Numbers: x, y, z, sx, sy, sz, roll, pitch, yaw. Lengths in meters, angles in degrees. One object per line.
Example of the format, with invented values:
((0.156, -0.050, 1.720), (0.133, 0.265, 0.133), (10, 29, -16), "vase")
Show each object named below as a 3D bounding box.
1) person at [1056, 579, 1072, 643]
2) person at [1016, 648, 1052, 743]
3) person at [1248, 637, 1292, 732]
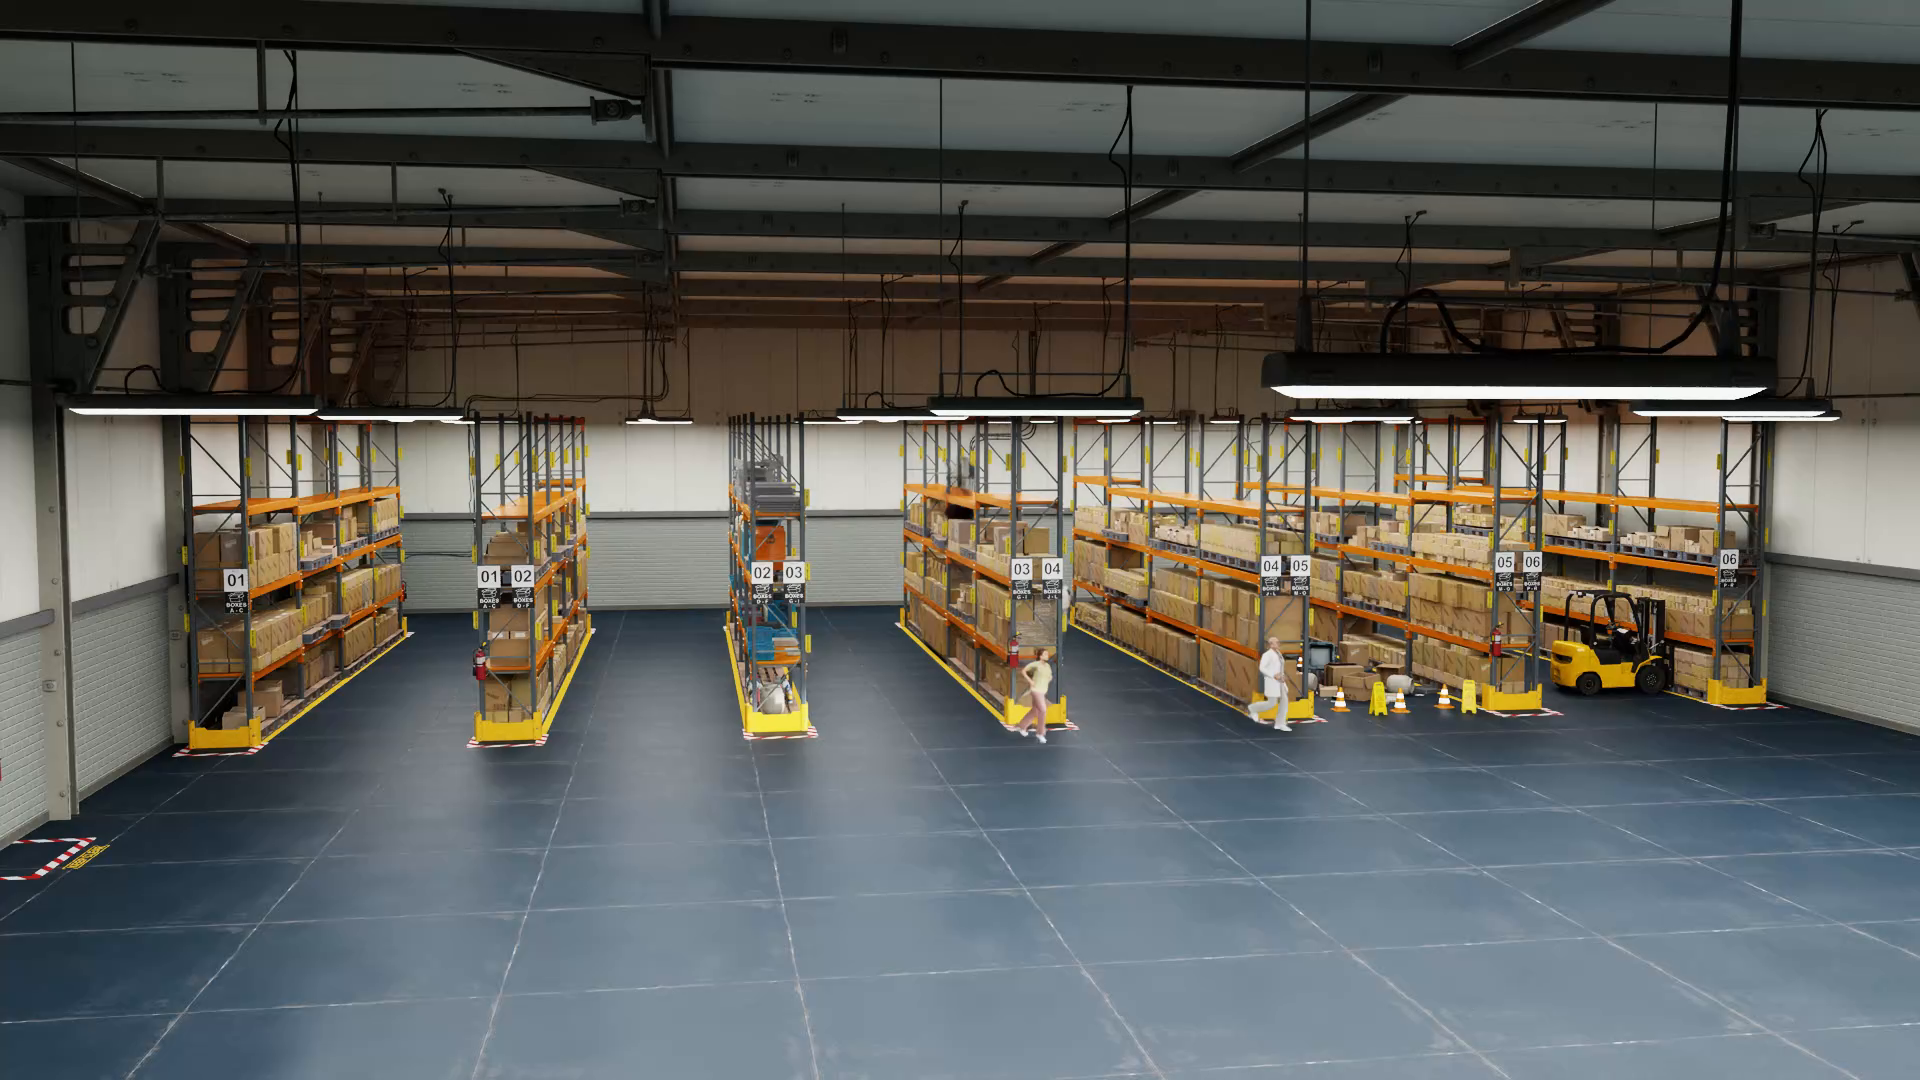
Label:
((2.673, 1.841, 44.300), (0.658, 1.822, 0.734), (0, 4, -3), "person")
((1.424, 2.834, 30.560), (0.760, 1.722, 0.573), (3, 5, 39), "person")
((5.921, 2.716, 31.495), (0.935, 1.765, 0.732), (4, 5, 43), "person")
